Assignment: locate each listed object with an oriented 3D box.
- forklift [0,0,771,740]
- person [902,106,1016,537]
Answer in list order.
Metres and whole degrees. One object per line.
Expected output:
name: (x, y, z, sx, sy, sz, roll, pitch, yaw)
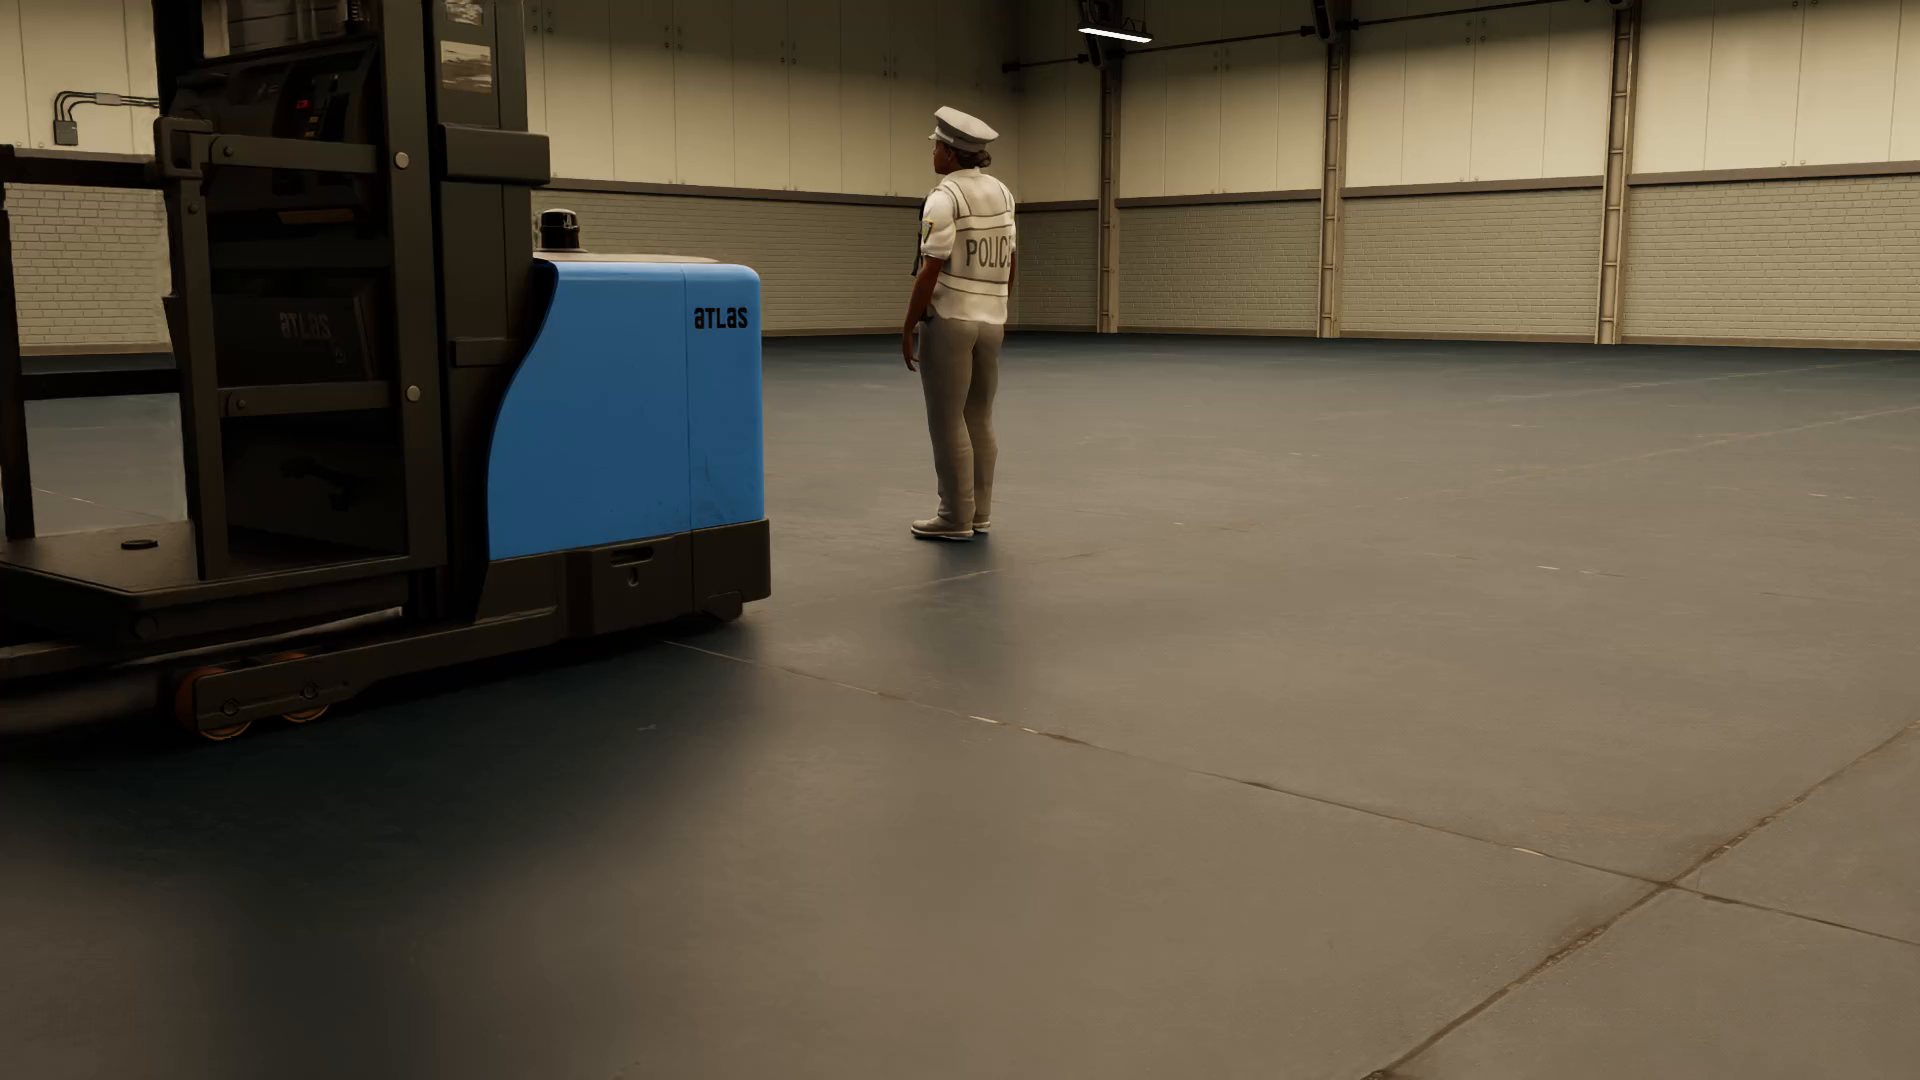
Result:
forklift: (-1.890, -1.082, 4.060, 1.130, 2.935, 3.031, 7, 11, 38)
person: (-0.040, -0.855, 6.655, 0.530, 1.695, 0.570, 8, 12, 43)
